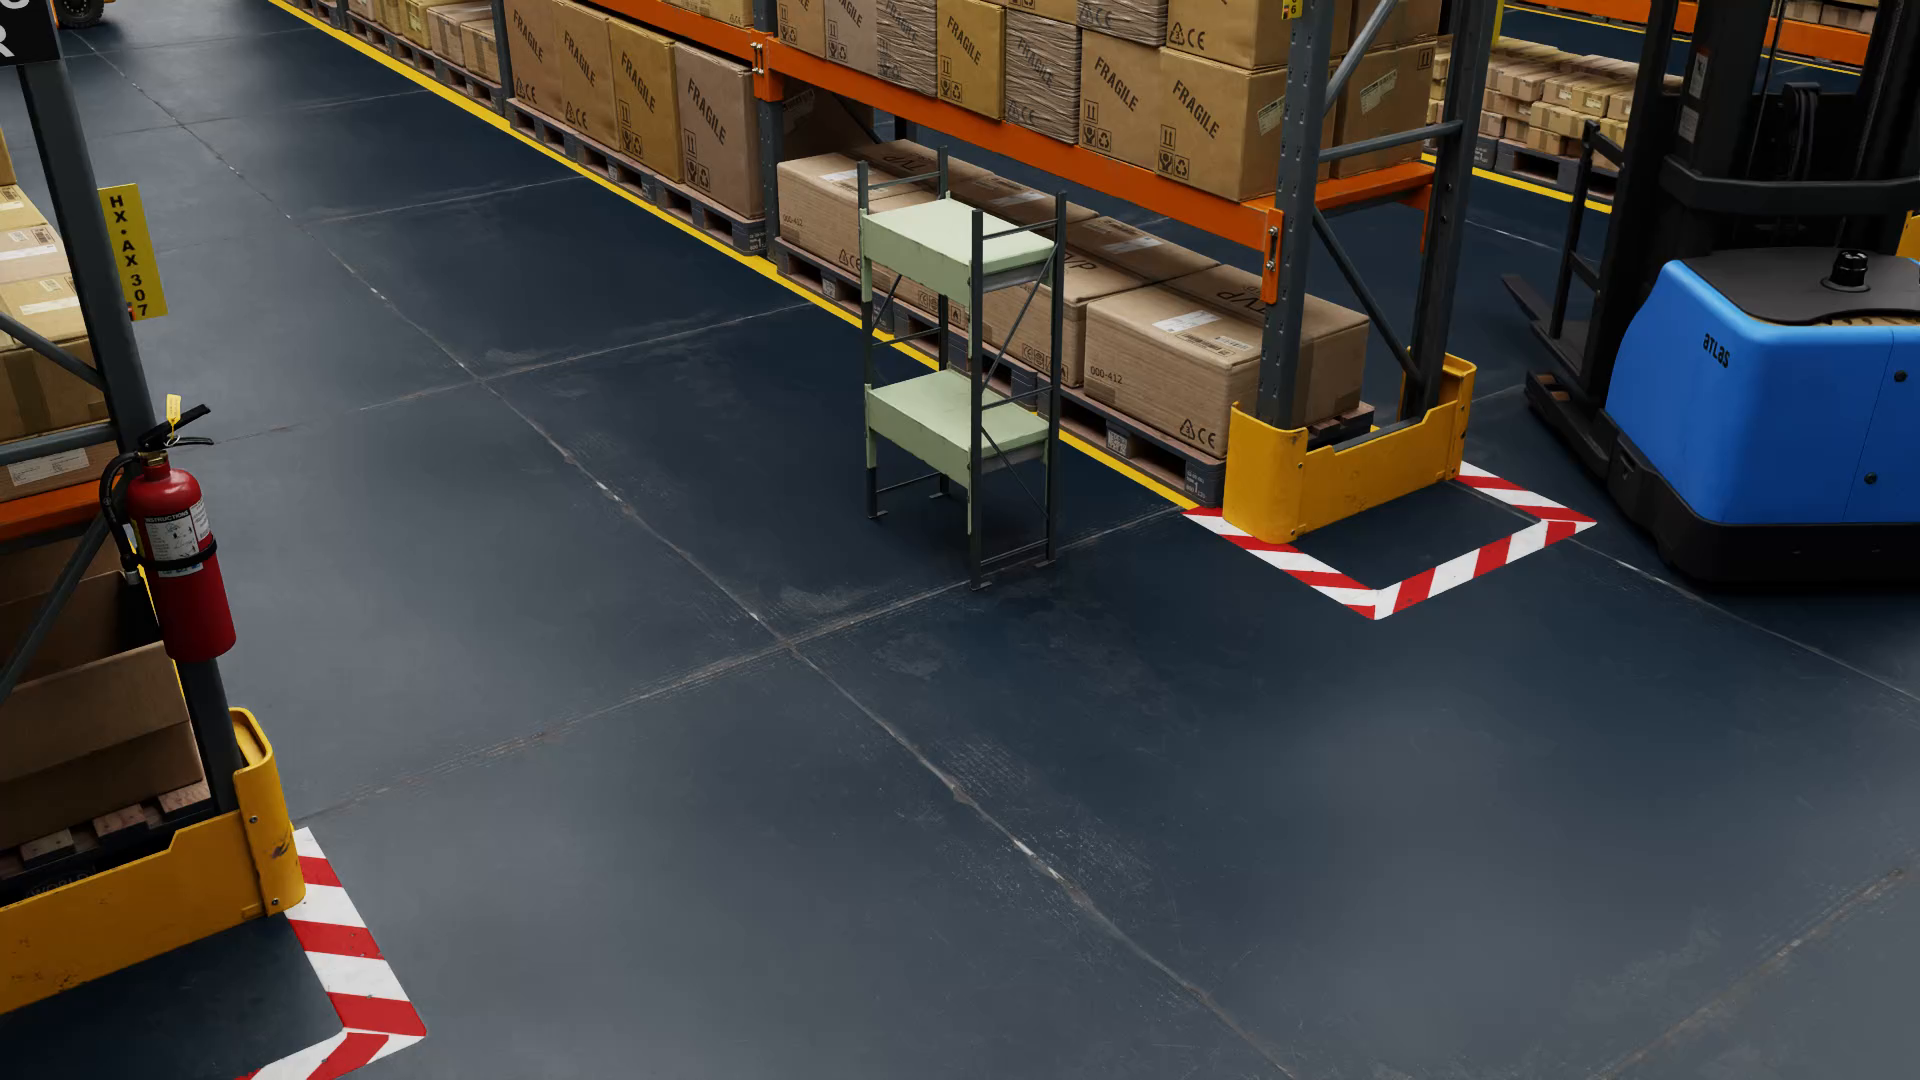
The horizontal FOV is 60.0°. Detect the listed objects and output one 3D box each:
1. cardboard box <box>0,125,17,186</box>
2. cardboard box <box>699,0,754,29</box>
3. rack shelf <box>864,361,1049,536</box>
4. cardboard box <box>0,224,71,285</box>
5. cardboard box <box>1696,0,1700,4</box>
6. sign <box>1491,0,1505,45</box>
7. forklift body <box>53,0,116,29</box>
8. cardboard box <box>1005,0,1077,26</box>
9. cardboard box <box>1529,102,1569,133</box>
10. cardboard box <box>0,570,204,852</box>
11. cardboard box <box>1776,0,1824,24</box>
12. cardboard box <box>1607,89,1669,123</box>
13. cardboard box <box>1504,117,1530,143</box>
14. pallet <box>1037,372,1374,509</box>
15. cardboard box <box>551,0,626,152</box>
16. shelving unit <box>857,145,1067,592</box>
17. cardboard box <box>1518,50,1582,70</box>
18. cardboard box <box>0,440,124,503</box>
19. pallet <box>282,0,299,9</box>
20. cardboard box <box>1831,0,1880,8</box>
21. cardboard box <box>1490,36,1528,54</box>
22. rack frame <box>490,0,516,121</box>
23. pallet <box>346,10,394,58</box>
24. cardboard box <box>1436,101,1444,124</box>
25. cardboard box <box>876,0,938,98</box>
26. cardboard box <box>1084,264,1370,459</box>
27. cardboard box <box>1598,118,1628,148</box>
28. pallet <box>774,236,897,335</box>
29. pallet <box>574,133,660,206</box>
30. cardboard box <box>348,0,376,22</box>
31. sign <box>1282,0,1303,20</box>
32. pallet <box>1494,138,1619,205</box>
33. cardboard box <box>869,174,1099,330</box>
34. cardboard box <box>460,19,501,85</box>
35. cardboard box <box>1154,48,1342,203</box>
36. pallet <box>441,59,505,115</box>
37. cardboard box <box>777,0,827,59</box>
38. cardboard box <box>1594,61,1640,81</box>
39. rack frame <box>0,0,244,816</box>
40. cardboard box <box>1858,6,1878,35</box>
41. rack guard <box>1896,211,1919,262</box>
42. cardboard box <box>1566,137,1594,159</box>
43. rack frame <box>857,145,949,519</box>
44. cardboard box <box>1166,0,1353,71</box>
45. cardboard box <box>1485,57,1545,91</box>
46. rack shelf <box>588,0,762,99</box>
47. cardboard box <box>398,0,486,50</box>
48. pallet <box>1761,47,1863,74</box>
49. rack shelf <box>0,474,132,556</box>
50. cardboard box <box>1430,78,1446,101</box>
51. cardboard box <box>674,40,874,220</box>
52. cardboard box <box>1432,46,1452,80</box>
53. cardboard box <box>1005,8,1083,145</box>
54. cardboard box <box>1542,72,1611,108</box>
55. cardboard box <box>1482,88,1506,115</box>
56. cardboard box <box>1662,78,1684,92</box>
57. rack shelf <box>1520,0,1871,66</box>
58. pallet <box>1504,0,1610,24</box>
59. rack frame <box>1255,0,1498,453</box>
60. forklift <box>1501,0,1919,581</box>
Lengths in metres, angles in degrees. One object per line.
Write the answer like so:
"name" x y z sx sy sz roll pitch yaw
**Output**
"cardboard box" -3.327 -1.377 5.203 0.500 0.500 0.500 -18 33 -29
"cardboard box" -1.158 -3.118 9.506 0.500 0.250 0.500 -20 34 -32
"rack shelf" -0.004 -0.375 6.552 0.431 0.370 0.720 -19 34 -31
"cardboard box" -2.750 -0.661 4.669 0.500 0.250 0.500 -18 33 -30
"cardboard box" 4.615 -3.276 9.902 0.380 0.149 0.250 -20 35 -33
"sign" 2.084 -2.091 6.467 0.100 0.325 0.005 -19 34 -31
"forklift body" -9.108 -5.764 15.109 2.313 2.155 1.214 -19 34 -31
"cardboard box" 0.543 -2.517 7.090 0.500 0.500 0.500 -19 34 -31
"cardboard box" 4.011 -2.829 11.051 0.380 0.149 0.250 -19 34 -31
"cardboard box" -2.691 0.500 4.863 0.797 0.503 0.637 -20 34 -33
"cardboard box" 4.911 -3.073 9.528 0.380 0.149 0.250 -19 34 -31
"cardboard box" 4.373 -2.782 10.654 0.380 0.149 0.250 -20 34 -32
"cardboard box" 3.944 -2.825 11.356 0.380 0.149 0.250 -20 35 -33
"pallet" 1.100 -0.588 7.612 1.003 0.211 1.213 -19 34 -31
"cardboard box" -2.166 -3.246 11.370 0.875 0.875 0.875 -18 33 -30
"shelving unit" -0.004 -0.662 6.397 0.431 1.500 0.755 -19 34 -31
"cardboard box" 4.117 -3.310 11.626 0.380 0.149 0.250 -18 33 -29
"cardboard box" -2.380 -0.242 4.316 0.380 0.149 0.250 -19 34 -31
"pallet" -6.463 -5.690 17.006 1.003 0.211 1.213 -19 34 -31
"cardboard box" 5.131 -3.212 9.105 0.500 0.500 0.500 -18 33 -30
"cardboard box" 3.880 -3.528 12.026 0.380 0.149 0.250 -18 33 -30
"rack frame" -3.012 -4.634 12.141 1.000 3.000 0.127 -19 34 -31
"pallet" -4.880 -4.662 15.113 1.003 0.211 1.213 -19 34 -31
"cardboard box" 3.572 -3.005 11.687 0.380 0.149 0.250 -19 34 -31
"cardboard box" -0.062 -2.477 8.062 0.500 0.500 0.500 -19 34 -30
"cardboard box" 1.164 -0.812 7.347 0.875 0.438 0.875 -20 34 -32
"cardboard box" 4.316 -2.627 10.679 0.380 0.149 0.250 -17 33 -28
"pallet" -0.315 -1.537 9.359 1.003 0.211 1.213 -19 34 -31
"pallet" -1.913 -2.608 11.331 1.003 0.211 1.213 -19 34 -31
"cardboard box" -5.026 -5.016 15.157 0.950 0.372 0.625 -18 33 -30
"sign" 1.178 -1.993 5.814 0.100 0.325 0.005 -19 34 -31
"pallet" 4.412 -2.538 11.201 1.003 0.211 1.213 -19 34 -31
"cardboard box" 0.104 -1.516 8.644 0.875 0.438 0.875 -20 34 -32
"cardboard box" -3.332 -3.887 13.077 0.950 0.372 0.625 -21 35 -34
"cardboard box" 1.133 -1.683 6.600 0.500 0.500 0.500 -19 34 -30
"pallet" -3.465 -3.713 13.366 1.003 0.211 1.213 -19 34 -31
"cardboard box" -0.633 -2.868 8.784 0.500 0.500 0.500 -18 33 -29
"cardboard box" 4.516 -3.129 11.293 0.380 0.149 0.250 -20 34 -32
"rack frame" -2.413 -0.149 3.881 1.000 3.000 0.127 -19 34 -31
"cardboard box" 5.182 -2.872 9.159 0.380 0.149 0.250 -19 34 -31
"rack guard" 5.557 -1.865 9.660 1.175 0.500 0.348 -19 34 -31
"cardboard box" 4.231 -2.616 10.971 0.380 0.149 0.250 -18 33 -29
"rack frame" -0.216 -0.804 6.659 0.400 1.500 0.023 -19 34 -31
"cardboard box" 1.154 -2.129 6.375 0.500 0.500 0.500 -18 33 -29
"cardboard box" 3.781 -3.188 11.400 0.380 0.149 0.250 -20 34 -32
"rack shelf" -1.852 -3.541 10.881 1.077 0.370 4.000 -19 34 -31
"cardboard box" -4.202 -4.468 14.147 0.950 0.372 0.625 -18 33 -29
"pallet" 7.758 -4.280 14.410 1.003 0.211 1.213 -19 34 -31
"rack shelf" -3.573 -0.610 5.484 1.077 0.370 4.000 -19 34 -31
"cardboard box" 3.451 -3.248 11.824 0.380 0.149 0.250 -19 34 -30
"cardboard box" -1.117 -2.549 10.087 0.875 0.875 0.875 -18 33 -29
"cardboard box" 3.424 -3.367 11.731 0.380 0.149 0.250 -17 33 -28
"cardboard box" 0.547 -2.079 7.331 0.500 0.500 0.500 -18 33 -29
"cardboard box" 4.087 -2.983 11.024 0.380 0.149 0.250 -20 35 -33
"cardboard box" 3.776 -3.058 11.473 0.380 0.149 0.250 -21 35 -33
"cardboard box" 4.795 -2.931 10.928 0.380 0.149 0.250 -18 33 -30
"rack shelf" 4.441 -3.395 10.613 1.077 0.370 4.000 -19 34 -31
"pallet" 6.159 -5.351 16.382 1.003 0.211 1.213 -19 34 -31
"rack frame" 1.628 -1.524 6.414 1.000 3.000 0.127 -19 34 -31
"forklift" 3.264 -1.794 6.982 1.130 2.935 3.031 -1 29 -1
